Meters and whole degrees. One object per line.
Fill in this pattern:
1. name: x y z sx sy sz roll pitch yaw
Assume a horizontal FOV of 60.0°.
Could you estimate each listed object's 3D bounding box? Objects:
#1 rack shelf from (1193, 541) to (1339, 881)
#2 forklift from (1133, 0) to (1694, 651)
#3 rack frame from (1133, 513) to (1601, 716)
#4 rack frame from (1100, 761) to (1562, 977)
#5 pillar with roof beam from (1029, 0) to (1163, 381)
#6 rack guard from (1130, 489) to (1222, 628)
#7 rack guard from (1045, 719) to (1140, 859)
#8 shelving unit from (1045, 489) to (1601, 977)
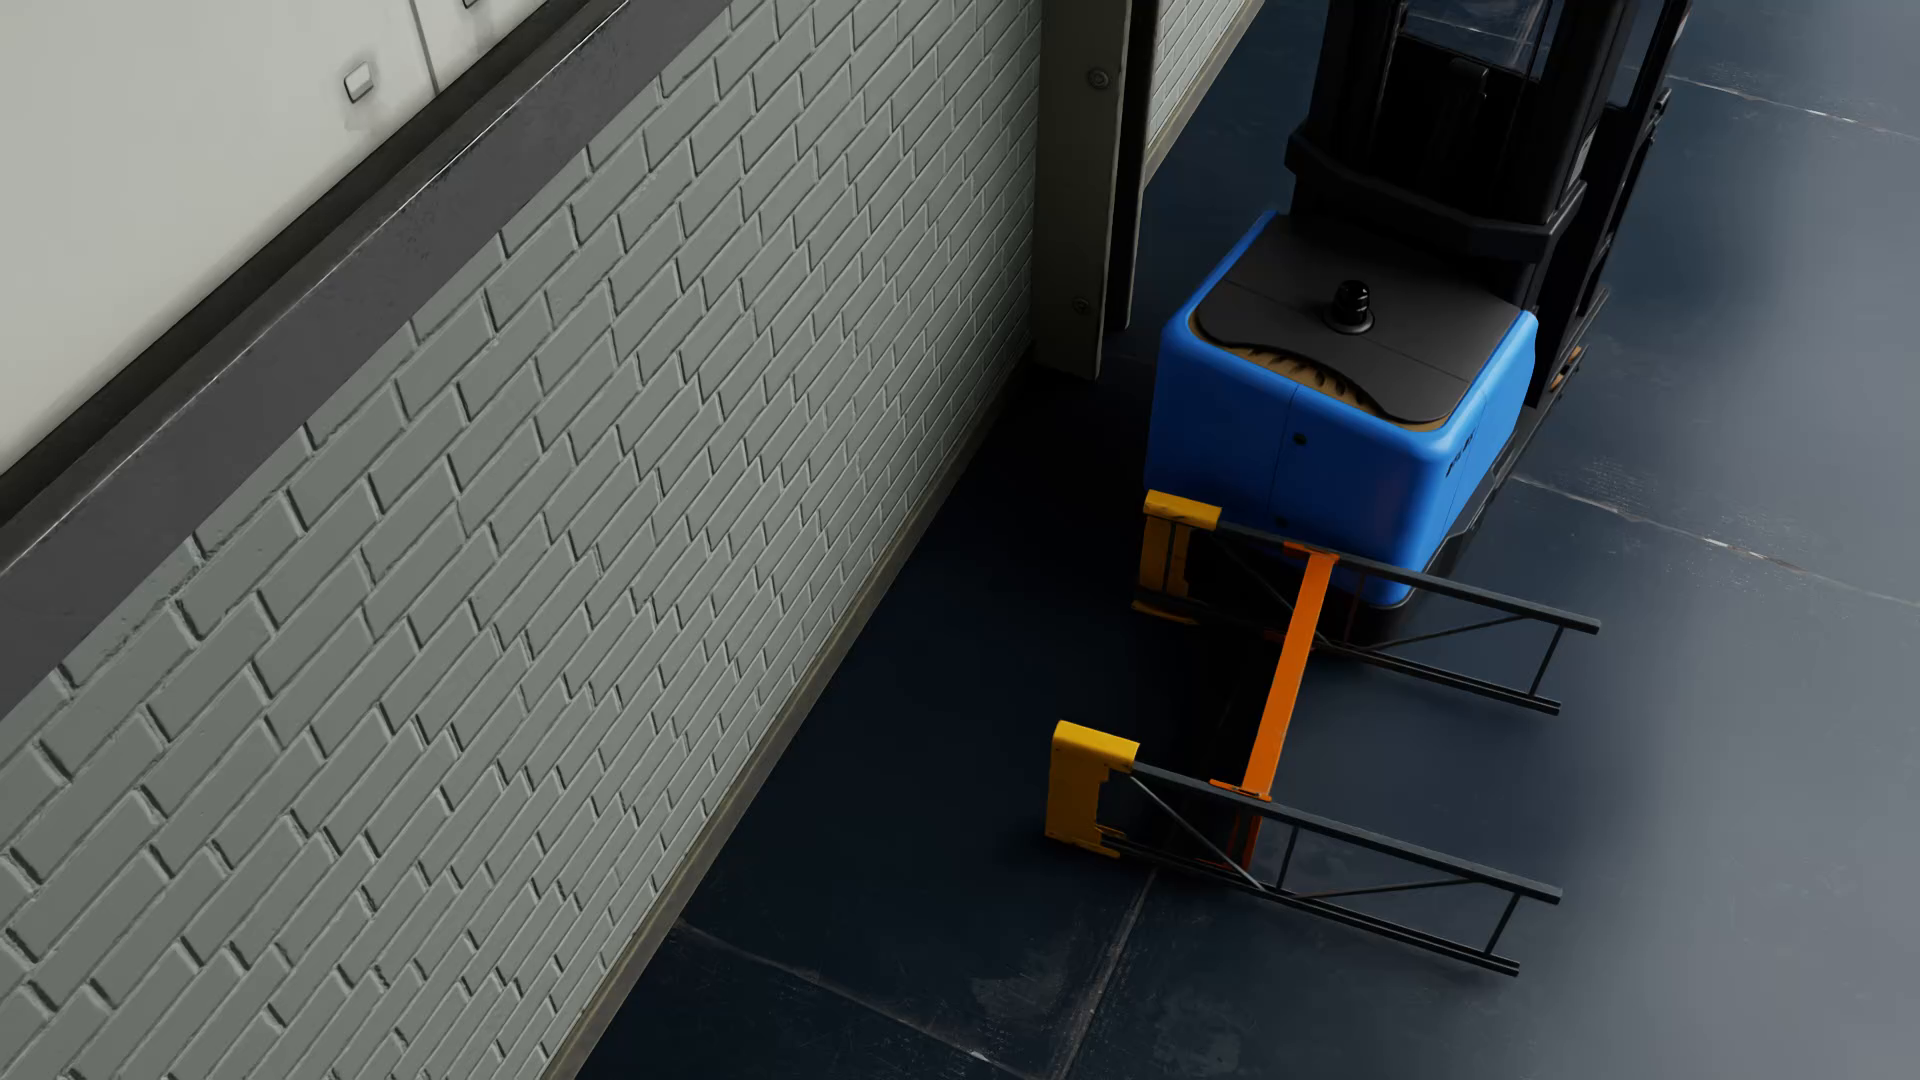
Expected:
1. rack shelf: 0.991 0.550 5.380 0.185 0.538 1.000 15 51 13
2. forklift: 1.891 -1.659 5.737 1.130 2.935 3.031 27 55 21
3. rack frame: 1.334 0.233 5.649 1.500 0.500 0.032 15 51 13
4. rack frame: 0.987 0.960 5.030 1.500 0.500 0.032 15 51 13
5. pillar with roof beam: 4.388 -2.351 2.342 9.100 9.000 0.400 20 52 16
6. rack guard: 0.746 0.071 5.787 0.250 0.587 0.087 15 51 13
7. rack guard: 0.406 0.784 5.181 0.250 0.587 0.087 15 51 13
8. shelving unit: 1.164 0.590 5.345 1.500 0.587 1.083 15 51 13
